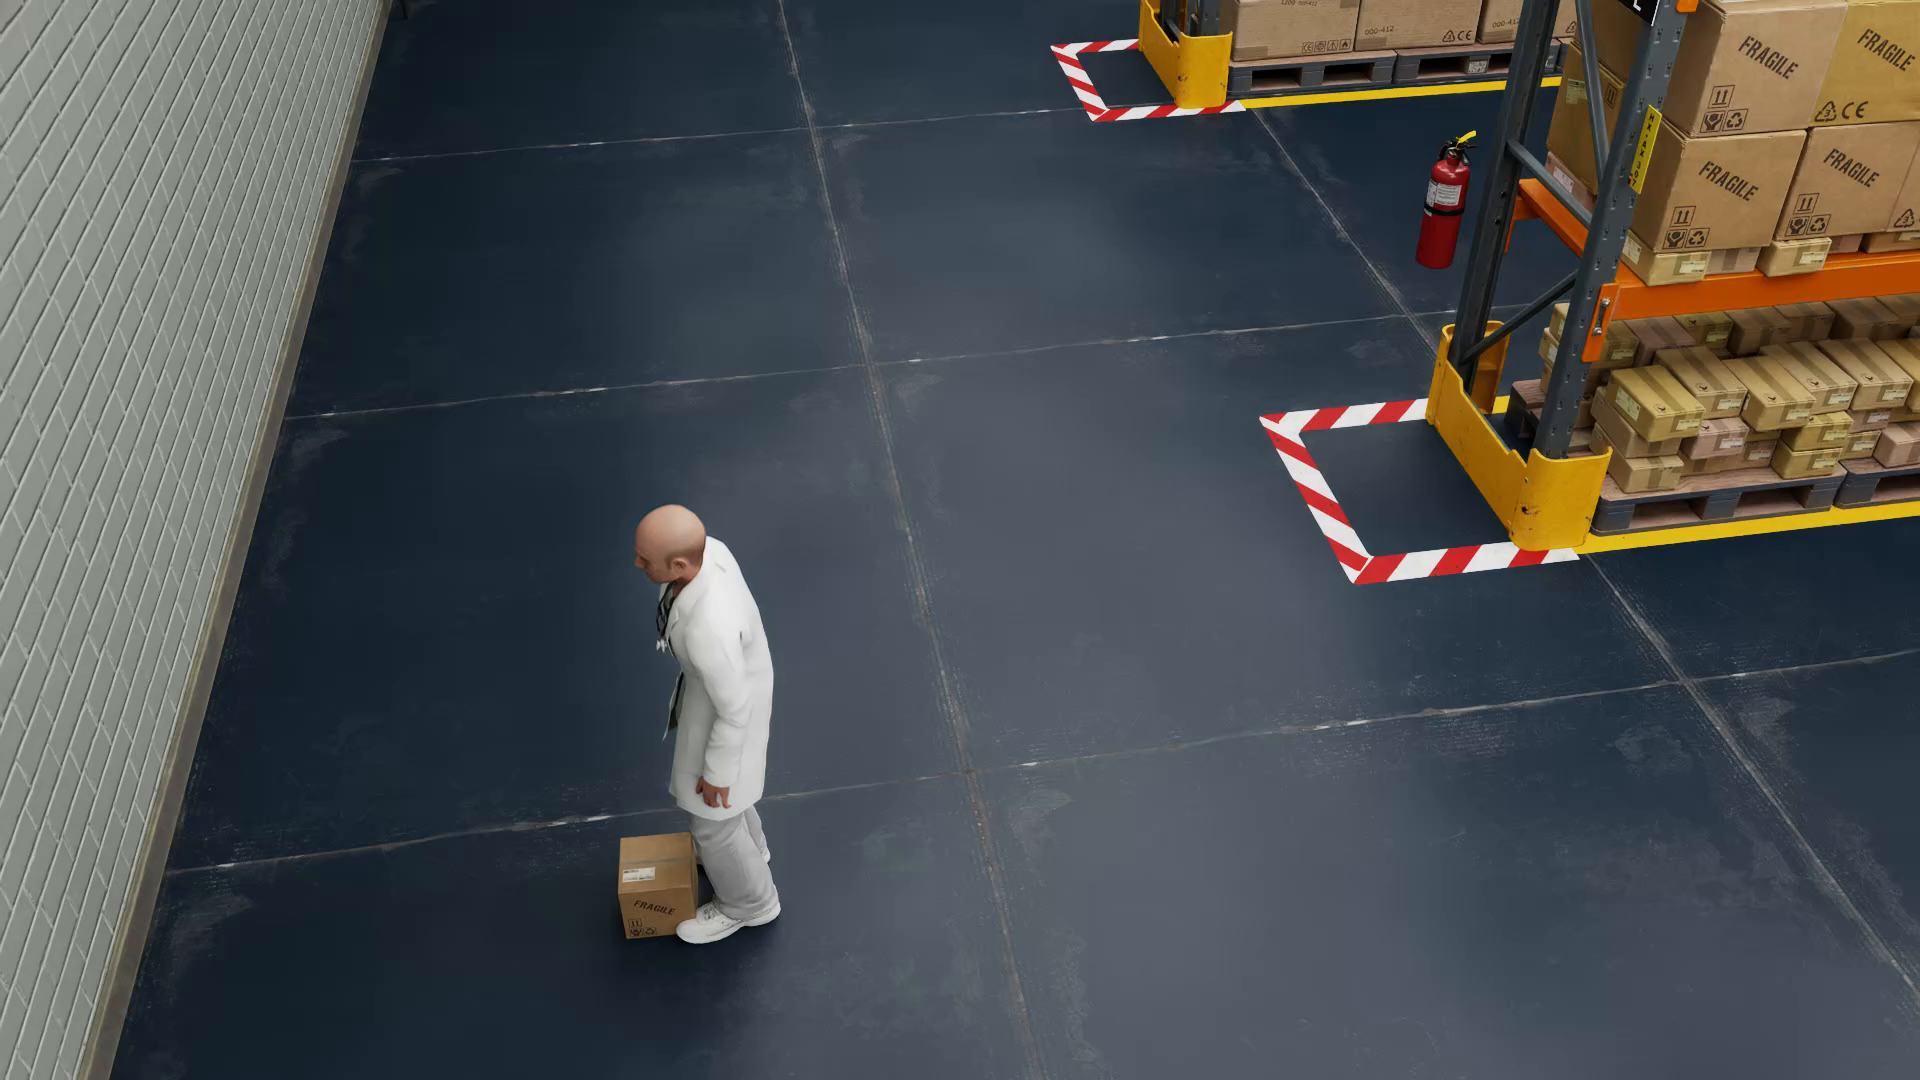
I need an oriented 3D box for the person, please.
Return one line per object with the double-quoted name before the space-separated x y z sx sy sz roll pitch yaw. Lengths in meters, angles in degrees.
"person" -0.813 0.589 5.416 0.429 1.772 0.645 -8 39 -10
